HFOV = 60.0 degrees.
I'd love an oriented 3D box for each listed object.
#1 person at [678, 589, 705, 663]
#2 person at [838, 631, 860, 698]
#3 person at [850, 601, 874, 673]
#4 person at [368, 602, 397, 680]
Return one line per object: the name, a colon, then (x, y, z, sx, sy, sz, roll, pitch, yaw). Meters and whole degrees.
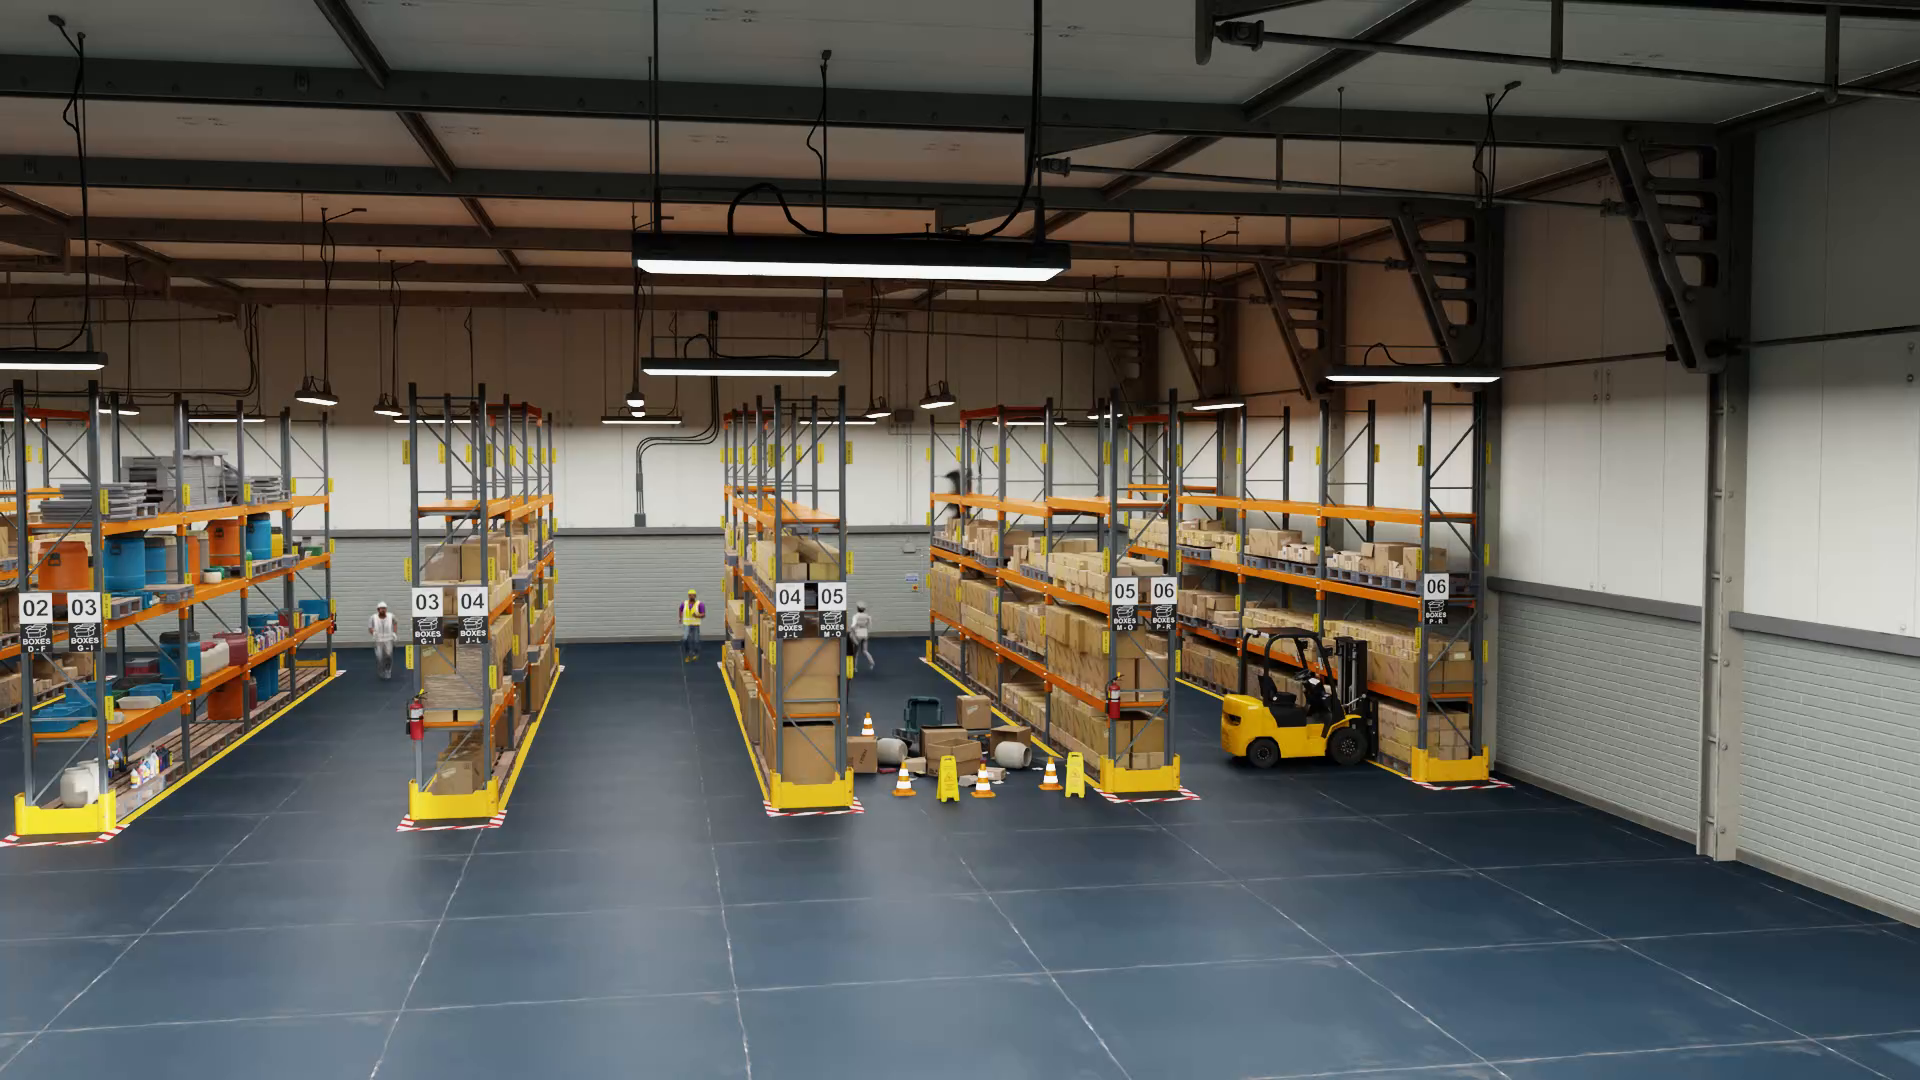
person: (-6.496, 2.087, 40.202, 0.688, 1.788, 0.716, 0, 3, 1)
person: (-2.355, 2.455, 33.399, 0.658, 1.727, 0.934, 0, 3, -7)
person: (-2.280, 2.227, 38.081, 0.634, 1.666, 0.870, -2, 3, -32)
person: (-12.851, 2.251, 37.032, 0.610, 1.750, 0.785, -1, 3, -17)
